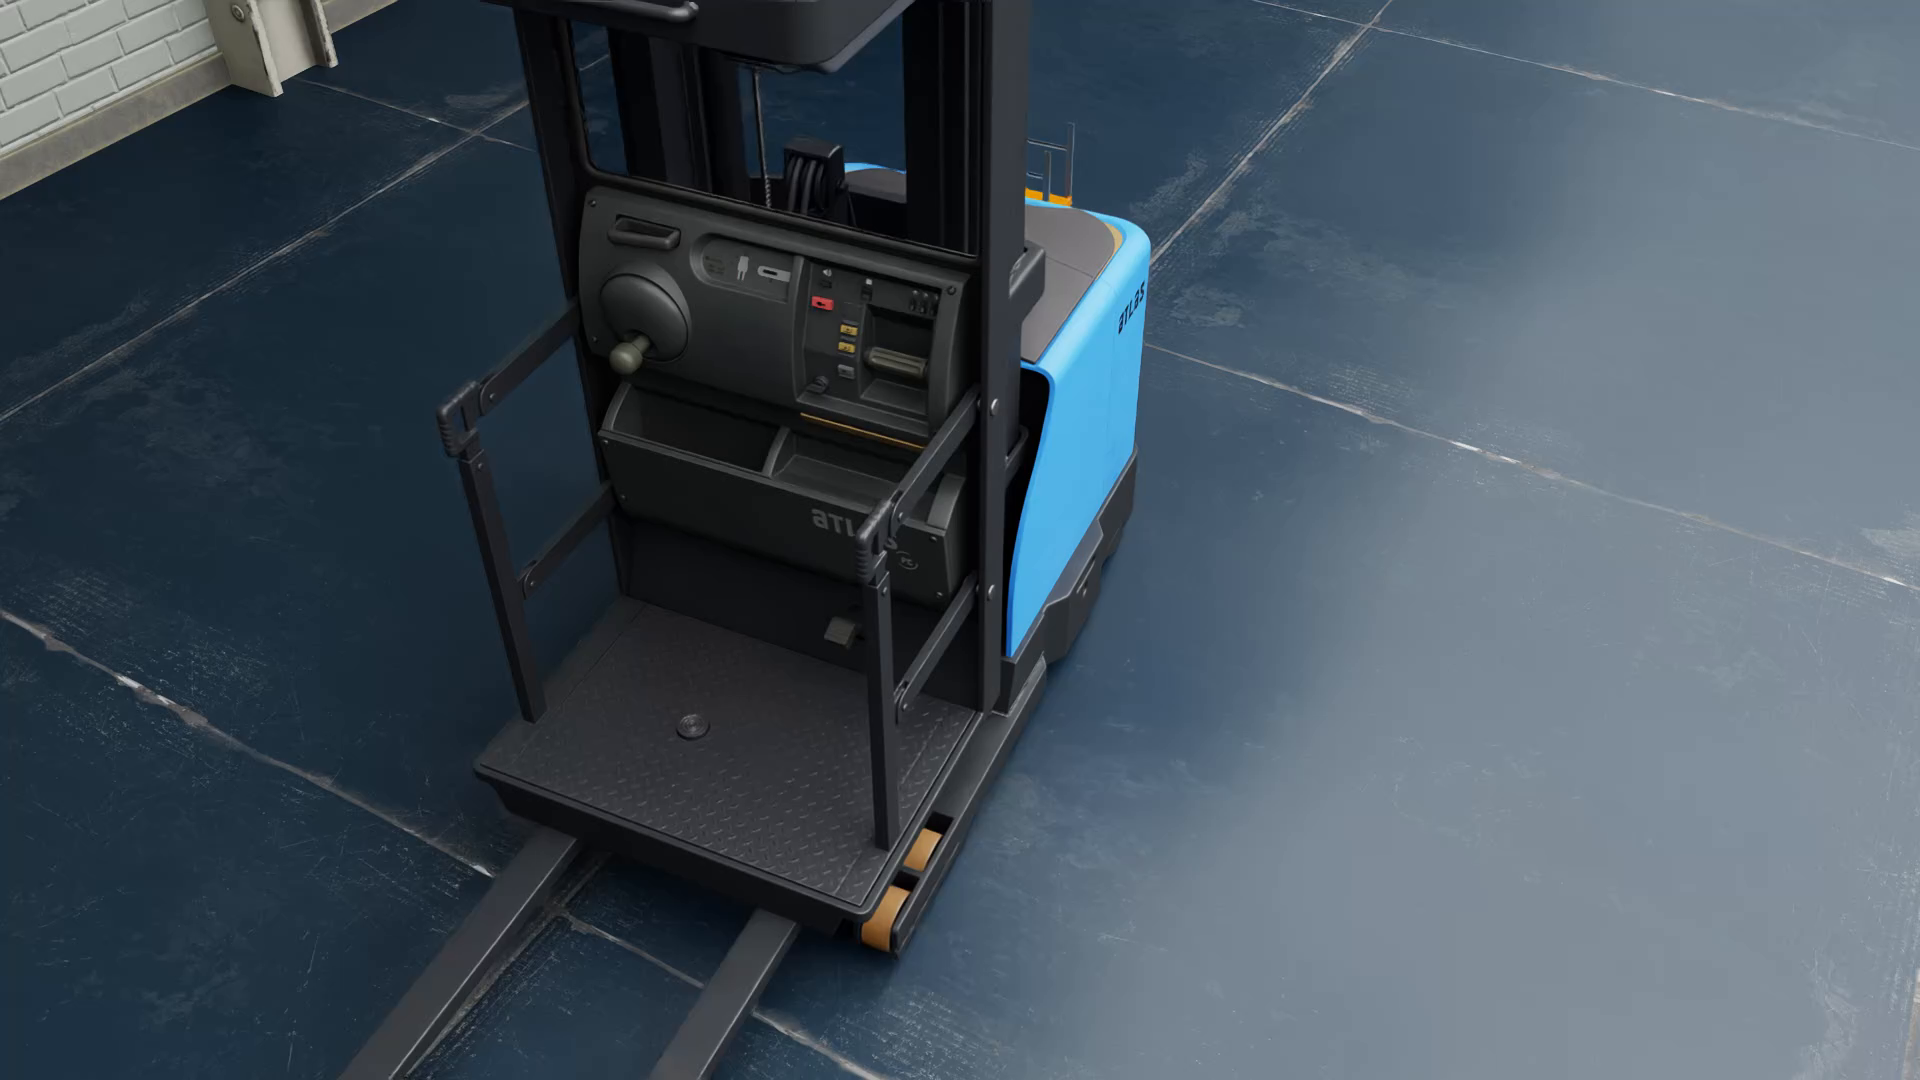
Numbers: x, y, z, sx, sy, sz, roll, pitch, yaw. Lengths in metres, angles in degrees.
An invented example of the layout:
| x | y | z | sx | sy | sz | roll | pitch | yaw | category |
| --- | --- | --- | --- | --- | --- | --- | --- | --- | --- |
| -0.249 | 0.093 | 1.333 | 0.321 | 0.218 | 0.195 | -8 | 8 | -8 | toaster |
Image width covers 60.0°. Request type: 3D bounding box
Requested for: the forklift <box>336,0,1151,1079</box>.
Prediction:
| x | y | z | sx | sy | sz | roll | pitch | yaw | category |
| --- | --- | --- | --- | --- | --- | --- | --- | --- | --- |
| -0.515 | -0.416 | 3.504 | 1.130 | 2.935 | 3.031 | 16 | 44 | 18 | forklift |

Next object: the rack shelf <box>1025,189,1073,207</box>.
| x | y | z | sx | sy | sz | roll | pitch | yaw | category |
| --- | --- | --- | --- | --- | --- | --- | --- | --- | --- |
| 0.184 | -0.964 | 4.959 | 0.258 | 0.103 | 0.180 | 16 | 44 | 18 | rack shelf |

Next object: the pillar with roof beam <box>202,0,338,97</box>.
| x | y | z | sx | sy | sz | roll | pitch | yaw | category |
| --- | --- | --- | --- | --- | --- | --- | --- | --- | --- |
| 0.591 | -4.121 | 3.121 | 9.100 | 9.000 | 0.400 | 21 | 45 | 22 | pillar with roof beam |

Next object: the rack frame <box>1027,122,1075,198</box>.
| x | y | z | sx | sy | sz | roll | pitch | yaw | category |
| --- | --- | --- | --- | --- | --- | --- | --- | --- | --- |
| 0.221 | -0.782 | 5.231 | 0.240 | 1.200 | 0.006 | 16 | 44 | 18 | rack frame |

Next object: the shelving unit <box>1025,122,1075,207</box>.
| x | y | z | sx | sy | sz | roll | pitch | yaw | category |
| --- | --- | --- | --- | --- | --- | --- | --- | --- | --- |
| 0.184 | -0.727 | 5.168 | 0.258 | 1.200 | 0.189 | 16 | 44 | 18 | shelving unit |

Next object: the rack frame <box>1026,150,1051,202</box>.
| x | y | z | sx | sy | sz | roll | pitch | yaw | category |
| --- | --- | --- | --- | --- | --- | --- | --- | --- | --- |
| 0.146 | -0.672 | 5.105 | 0.240 | 1.200 | 0.006 | 16 | 44 | 18 | rack frame |
